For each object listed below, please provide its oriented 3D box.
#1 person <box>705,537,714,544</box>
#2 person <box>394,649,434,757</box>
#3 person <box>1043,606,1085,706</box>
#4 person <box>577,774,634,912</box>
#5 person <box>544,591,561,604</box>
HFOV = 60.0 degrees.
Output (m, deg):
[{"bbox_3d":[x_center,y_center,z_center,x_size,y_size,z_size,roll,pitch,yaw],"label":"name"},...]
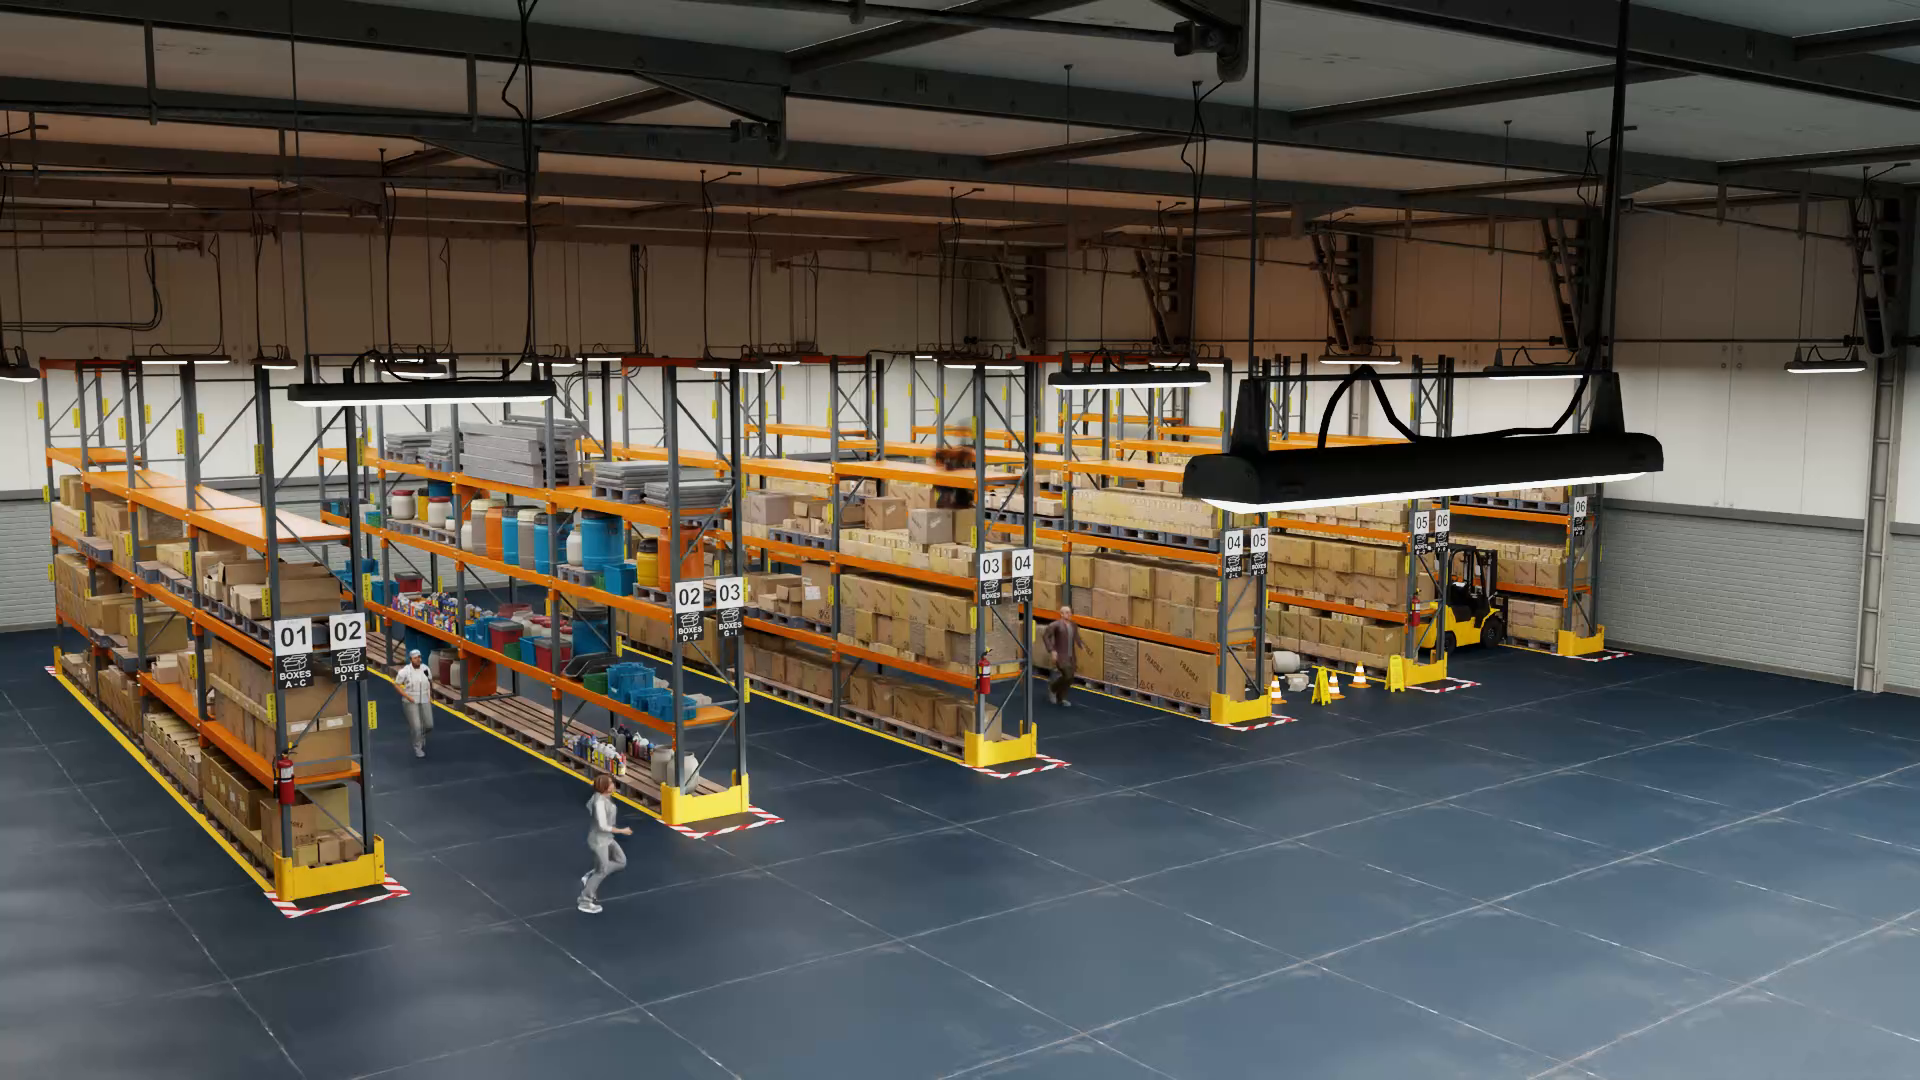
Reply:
[{"bbox_3d":[-5.994,0.750,39.399,0.708,1.721,0.568,-2,7,-14],"label":"person"},{"bbox_3d":[-8.345,2.479,25.469,0.613,1.639,0.551,-5,9,-38],"label":"person"},{"bbox_3d":[1.839,2.011,28.814,0.722,1.746,0.628,-6,9,-41],"label":"person"},{"bbox_3d":[-3.943,3.350,18.490,0.643,1.556,0.566,-1,7,-5],"label":"person"},{"bbox_3d":[-9.219,0.810,38.798,0.968,1.724,0.674,-2,7,-17],"label":"person"}]
